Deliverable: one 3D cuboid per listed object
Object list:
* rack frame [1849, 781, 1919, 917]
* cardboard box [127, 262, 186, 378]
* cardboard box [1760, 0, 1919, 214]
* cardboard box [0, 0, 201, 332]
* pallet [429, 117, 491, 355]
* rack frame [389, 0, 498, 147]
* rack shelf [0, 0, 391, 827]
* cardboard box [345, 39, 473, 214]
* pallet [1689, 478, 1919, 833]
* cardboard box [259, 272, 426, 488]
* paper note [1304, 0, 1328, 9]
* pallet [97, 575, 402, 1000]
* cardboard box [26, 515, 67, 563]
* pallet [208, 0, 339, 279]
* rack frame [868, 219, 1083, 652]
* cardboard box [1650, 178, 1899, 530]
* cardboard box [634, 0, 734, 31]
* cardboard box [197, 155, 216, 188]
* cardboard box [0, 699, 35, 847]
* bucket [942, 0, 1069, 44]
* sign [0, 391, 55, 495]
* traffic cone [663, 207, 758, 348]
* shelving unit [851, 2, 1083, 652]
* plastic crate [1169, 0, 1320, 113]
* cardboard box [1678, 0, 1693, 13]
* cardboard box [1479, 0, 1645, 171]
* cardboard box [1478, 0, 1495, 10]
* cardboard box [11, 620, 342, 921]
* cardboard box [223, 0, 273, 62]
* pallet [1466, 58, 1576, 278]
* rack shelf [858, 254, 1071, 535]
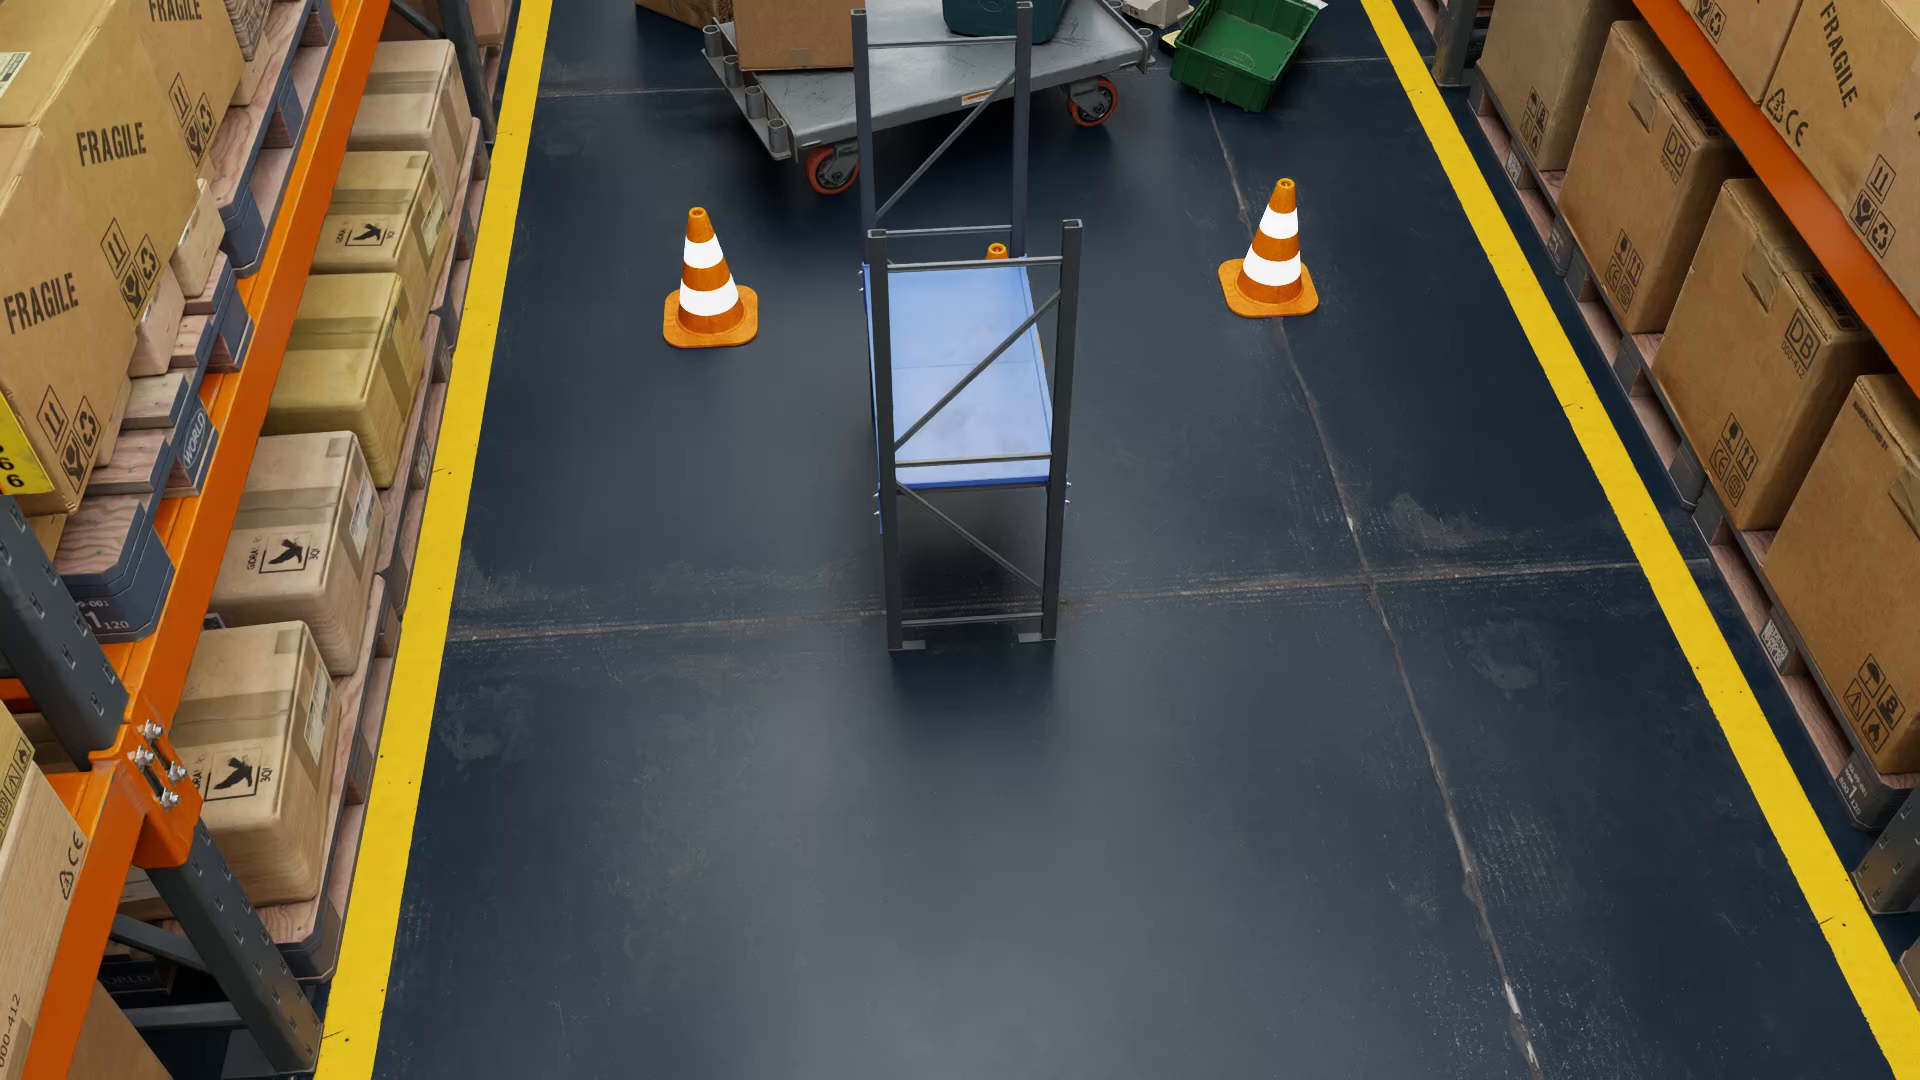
[{"bbox_3d":[2.861,-0.127,3.305,1.000,3.000,0.127,-3,47,-3],"label":"rack frame"},{"bbox_3d":[-1.873,-0.465,3.508,0.380,0.149,0.250,-6,47,-6],"label":"cardboard box"},{"bbox_3d":[2.473,-1.194,4.246,0.500,0.500,0.500,-4,47,-4],"label":"cardboard box"},{"bbox_3d":[-1.921,-0.751,3.332,0.500,0.500,0.500,-1,47,-1],"label":"cardboard box"},{"bbox_3d":[-2.332,-1.125,6.170,1.003,0.211,1.213,-3,47,-3],"label":"pallet"},{"bbox_3d":[-2.398,-2.647,5.691,1.000,3.000,0.127,-3,47,-3],"label":"rack frame"},{"bbox_3d":[-2.231,-0.953,4.582,1.077,0.370,4.000,-3,47,-3],"label":"rack shelf"},{"bbox_3d":[-2.352,-1.509,6.134,0.950,0.372,0.625,-3,47,-3],"label":"cardboard box"},{"bbox_3d":[2.870,0.257,4.862,1.003,0.211,1.213,-3,47,-3],"label":"pallet"},{"bbox_3d":[-2.229,-0.486,5.165,0.950,0.372,0.625,-2,47,-2],"label":"cardboard box"},{"bbox_3d":[1.567,-2.432,7.532,0.147,0.020,0.142,-36,56,-29],"label":"paper note"},{"bbox_3d":[-2.128,0.640,4.498,1.003,0.211,1.213,-3,47,-3],"label":"pallet"},{"bbox_3d":[-1.906,-0.058,3.123,0.380,0.149,0.250,-6,47,-6],"label":"cardboard box"},{"bbox_3d":[-2.270,-1.117,4.374,1.003,0.211,1.213,-3,47,-3],"label":"pallet"},{"bbox_3d":[0.035,-0.210,4.416,0.500,1.500,0.032,-3,47,-3],"label":"rack frame"},{"bbox_3d":[2.823,-0.577,4.990,1.050,0.750,0.750,-3,47,-3],"label":"cardboard box"},{"bbox_3d":[-1.132,-2.647,7.411,0.500,0.500,0.500,27,52,23],"label":"cardboard box"},{"bbox_3d":[-1.973,-0.835,3.859,0.380,0.149,0.250,-1,47,-1],"label":"cardboard box"},{"bbox_3d":[-1.770,0.461,2.506,0.500,0.250,0.500,-4,47,-3],"label":"cardboard box"},{"bbox_3d":[0.217,-2.377,6.643,0.726,0.611,0.620,11,58,10],"label":"bucket"},{"bbox_3d":[-1.511,-0.188,2.564,0.100,0.325,0.005,-3,47,-3],"label":"sign"},{"bbox_3d":[-0.900,-0.963,5.843,0.336,0.463,0.334,-3,47,-3],"label":"traffic cone"},{"bbox_3d":[-0.007,-0.577,4.764,0.538,1.500,1.048,-3,47,-3],"label":"shelving unit"},{"bbox_3d":[1.206,-2.120,7.089,0.450,0.188,0.662,25,51,9],"label":"plastic crate"},{"bbox_3d":[2.384,-1.932,4.945,0.500,0.500,0.500,-4,47,-4],"label":"cardboard box"},{"bbox_3d":[2.667,-1.949,6.290,1.050,0.750,0.750,-4,47,-3],"label":"cardboard box"},{"bbox_3d":[2.543,-2.894,7.099,0.875,0.875,0.875,-3,47,-3],"label":"cardboard box"},{"bbox_3d":[-2.101,0.596,4.140,0.950,0.372,0.625,-6,47,-6],"label":"cardboard box"},{"bbox_3d":[-2.007,-1.497,4.039,0.500,0.500,0.500,-5,47,-5],"label":"cardboard box"},{"bbox_3d":[2.665,-1.509,6.534,1.003,0.211,1.213,-3,47,-3],"label":"pallet"},{"bbox_3d":[-0.007,-0.454,4.895,0.538,0.185,1.000,-3,47,-3],"label":"rack shelf"}]
